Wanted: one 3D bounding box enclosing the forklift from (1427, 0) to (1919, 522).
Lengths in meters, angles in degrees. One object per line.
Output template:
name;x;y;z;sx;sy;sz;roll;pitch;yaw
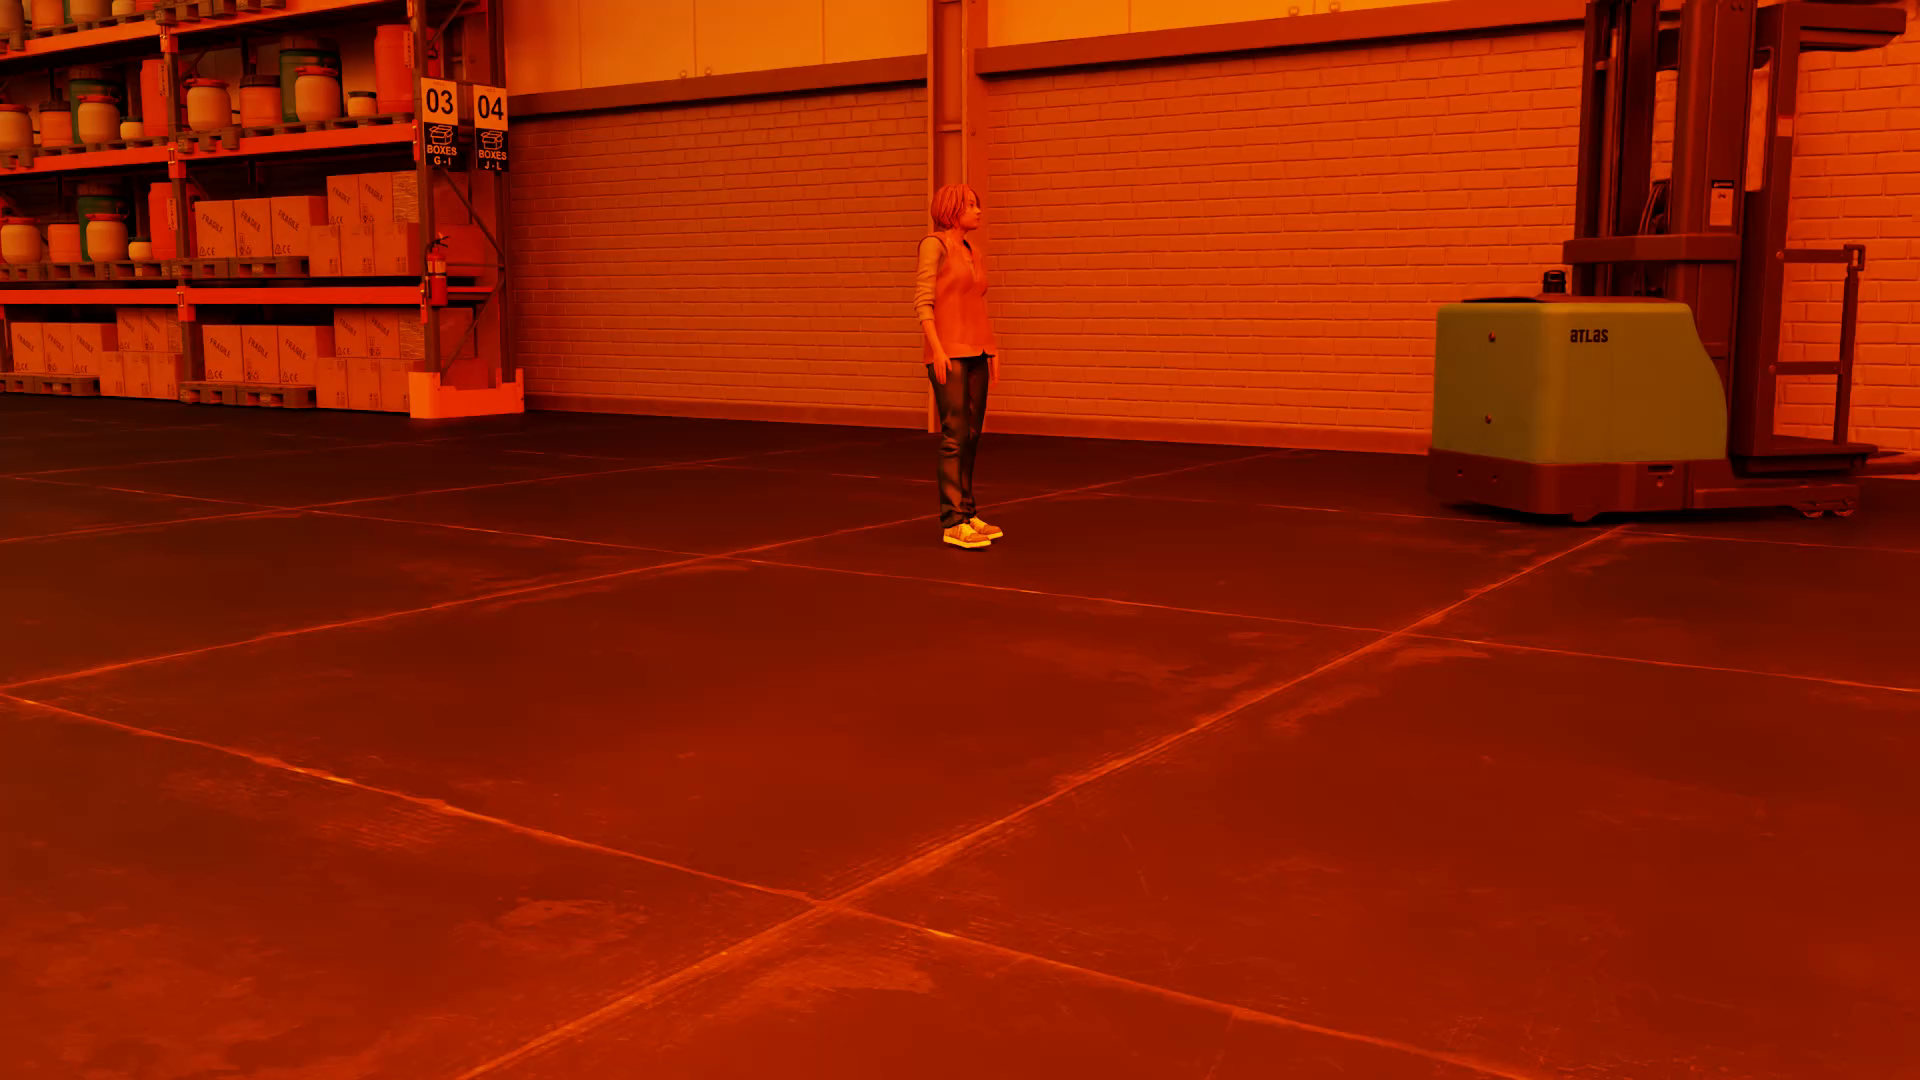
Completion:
forklift;4.060;-1.631;8.661;3.031;2.935;1.130;-2;8;-17

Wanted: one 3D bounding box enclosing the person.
person;0.053;-0.791;7.438;0.476;1.597;0.520;5;10;34
